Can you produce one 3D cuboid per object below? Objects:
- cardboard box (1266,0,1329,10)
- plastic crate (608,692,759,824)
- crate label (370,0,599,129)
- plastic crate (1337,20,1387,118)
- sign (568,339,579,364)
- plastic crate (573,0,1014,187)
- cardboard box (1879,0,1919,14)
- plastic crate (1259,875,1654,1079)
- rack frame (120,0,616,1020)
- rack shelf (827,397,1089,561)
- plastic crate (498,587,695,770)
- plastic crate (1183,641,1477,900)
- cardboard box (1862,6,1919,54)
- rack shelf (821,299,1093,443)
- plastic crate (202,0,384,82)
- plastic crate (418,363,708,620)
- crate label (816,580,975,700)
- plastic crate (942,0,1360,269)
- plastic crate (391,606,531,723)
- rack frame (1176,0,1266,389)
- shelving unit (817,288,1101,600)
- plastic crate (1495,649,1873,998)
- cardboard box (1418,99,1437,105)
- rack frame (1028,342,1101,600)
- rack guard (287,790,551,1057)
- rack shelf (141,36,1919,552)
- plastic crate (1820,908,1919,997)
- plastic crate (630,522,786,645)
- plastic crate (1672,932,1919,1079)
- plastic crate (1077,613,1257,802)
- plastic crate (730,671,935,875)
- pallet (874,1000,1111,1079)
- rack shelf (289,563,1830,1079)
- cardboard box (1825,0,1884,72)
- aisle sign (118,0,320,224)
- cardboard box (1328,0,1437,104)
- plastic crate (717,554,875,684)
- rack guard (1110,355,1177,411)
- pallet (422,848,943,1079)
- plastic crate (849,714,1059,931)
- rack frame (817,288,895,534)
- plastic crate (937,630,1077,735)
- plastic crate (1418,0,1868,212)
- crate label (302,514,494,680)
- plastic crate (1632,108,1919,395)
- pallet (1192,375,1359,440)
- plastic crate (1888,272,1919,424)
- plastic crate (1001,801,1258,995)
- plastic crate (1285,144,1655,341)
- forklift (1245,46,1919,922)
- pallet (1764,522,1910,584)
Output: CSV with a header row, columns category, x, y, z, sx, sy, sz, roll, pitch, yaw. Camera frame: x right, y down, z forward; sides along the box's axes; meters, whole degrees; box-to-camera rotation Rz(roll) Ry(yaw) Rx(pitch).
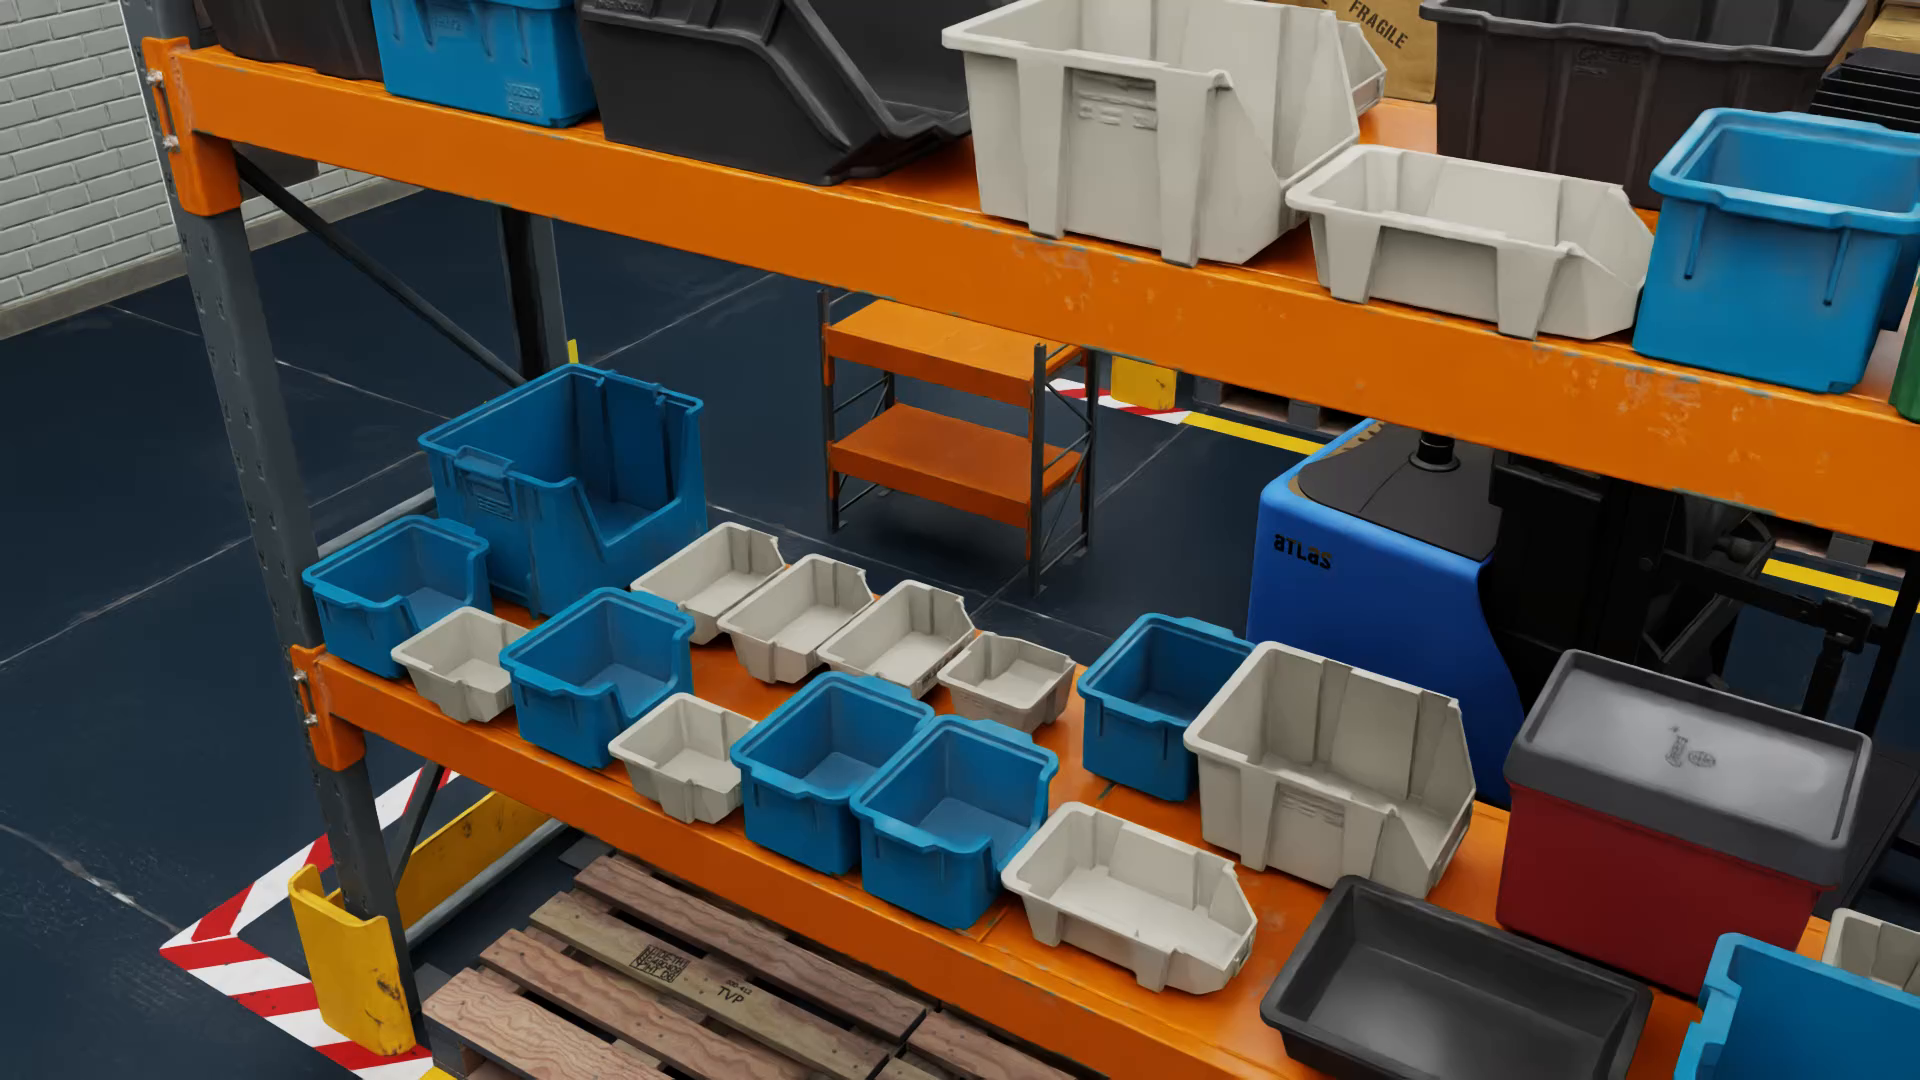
category,x,y,z,sx,sy,sz,roll,pitch,yaw
cardboard box,1.774,-2.590,7.822,0.500,0.500,0.500,18,35,28
plastic crate,-0.575,0.491,3.634,0.298,0.136,0.250,18,35,27
crate label,-0.802,-0.953,3.078,0.502,0.251,0.408,18,35,27
plastic crate,0.471,-0.841,2.999,0.530,0.136,0.437,18,35,27
sign,-1.133,-0.416,4.825,0.005,0.325,0.100,18,35,27
plastic crate,-0.264,-0.849,2.813,0.767,0.338,0.504,18,35,27
cardboard box,3.927,-1.909,6.655,0.500,0.500,0.500,18,35,27
plastic crate,0.886,0.873,2.991,0.590,0.125,0.437,18,35,27
rack frame,-1.412,-0.107,4.456,0.127,3.000,1.000,18,35,27
rack shelf,-0.006,-0.276,7.093,1.000,0.278,0.538,18,35,27
plastic crate,-0.820,0.323,3.827,0.300,0.233,0.416,18,35,27
plastic crate,0.781,0.502,3.470,0.530,0.282,0.437,18,35,27
cardboard box,3.656,-1.682,6.265,0.500,0.500,0.500,18,35,28
rack shelf,-0.006,-0.740,6.822,1.000,0.278,0.538,18,35,27
plastic crate,-1.234,-1.124,3.352,0.590,0.269,0.497,18,35,27
plastic crate,-1.029,-0.138,4.415,0.499,0.435,0.616,18,35,27
crate label,-0.138,0.271,4.012,0.243,0.136,0.396,18,35,27
plastic crate,0.302,-0.626,2.487,0.530,0.282,0.437,18,35,27
plastic crate,-1.150,0.309,3.945,0.298,0.136,0.250,18,35,27
rack frame,1.222,-2.221,8.080,0.127,3.000,1.000,18,35,27
shelving unit,-0.006,-0.488,6.970,1.048,1.125,0.538,18,35,27
plastic crate,1.353,0.565,3.182,0.583,0.464,0.402,18,35,27
cardboard box,1.928,-1.904,7.391,0.500,0.250,0.500,17,34,27
rack frame,0.425,-0.351,6.736,0.032,1.125,0.500,18,35,27
rack guard,-1.439,0.972,5.088,0.348,0.500,1.175,18,35,27
rack shelf,0.282,-0.556,2.963,4.000,0.370,1.077,18,35,27
plastic crate,1.658,0.867,2.989,0.243,0.136,0.396,18,35,27
plastic crate,-0.625,0.123,4.265,0.243,0.136,0.396,18,35,27
plastic crate,1.400,0.966,2.573,0.575,0.384,0.392,18,35,27
plastic crate,0.464,0.380,3.728,0.300,0.233,0.416,18,35,27
plastic crate,-0.262,0.499,3.524,0.300,0.233,0.416,18,35,27
pallet,0.295,1.663,4.191,1.213,0.211,1.003,18,35,27
rack shelf,0.282,0.740,3.719,4.000,0.370,1.077,18,35,27
cardboard box,3.484,-2.047,6.891,0.500,0.500,0.500,16,34,26
aisle sign,-1.630,-1.122,3.617,0.004,0.787,0.394,18,35,27
cardboard box,1.908,-2.230,7.206,0.500,0.500,0.500,17,34,26
plastic crate,-0.387,0.206,4.122,0.243,0.136,0.396,18,35,27
rack guard,1.201,-1.147,8.720,0.348,0.500,1.175,18,35,27
pallet,-0.734,1.335,4.752,1.213,0.211,1.003,18,35,27
plastic crate,-0.008,0.580,3.386,0.300,0.233,0.416,18,35,27
rack frame,-0.436,-0.624,7.203,0.032,1.125,0.500,18,35,27
plastic crate,0.123,0.342,3.889,0.250,0.136,0.298,18,35,27
plastic crate,1.070,-0.724,2.667,0.590,0.269,0.497,18,35,27
crate label,-1.377,0.146,4.129,0.303,0.233,0.416,18,35,27
plastic crate,1.036,-0.366,2.090,0.300,0.233,0.416,18,35,27
pallet,1.940,-0.835,8.472,1.213,0.211,1.003,18,35,27
plastic crate,1.457,-0.224,1.890,0.662,0.188,0.450,18,35,27
plastic crate,0.342,0.715,3.250,0.466,0.136,0.293,18,35,27
plastic crate,0.697,-0.395,2.235,0.466,0.136,0.293,18,35,27
forklift,2.408,-0.202,4.688,3.031,2.935,1.130,24,38,35
pallet,4.007,-0.182,7.352,1.213,0.211,1.003,18,35,27
